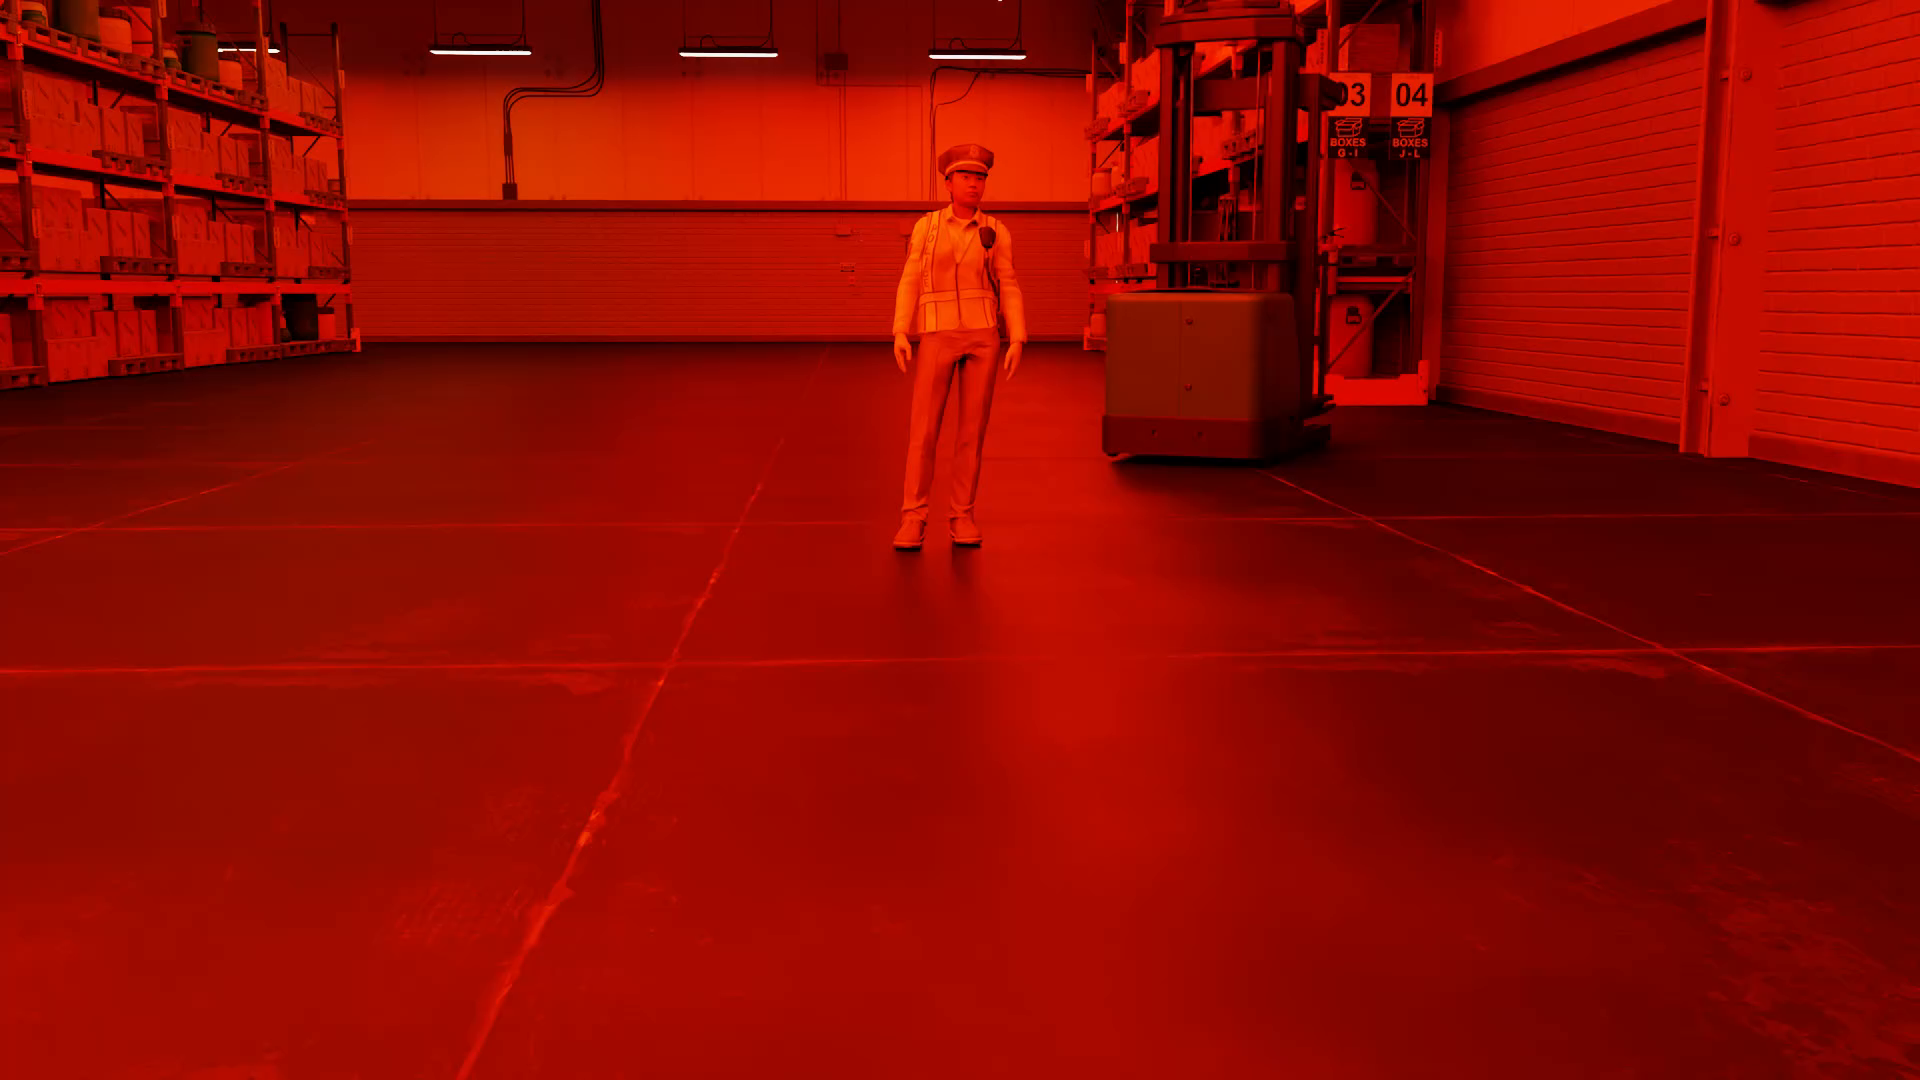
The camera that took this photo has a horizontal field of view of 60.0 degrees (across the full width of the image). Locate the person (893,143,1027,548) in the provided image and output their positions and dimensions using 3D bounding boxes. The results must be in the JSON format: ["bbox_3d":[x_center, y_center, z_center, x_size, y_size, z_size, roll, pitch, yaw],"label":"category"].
[{"bbox_3d":[-0.002,-0.835,7.116,0.587,1.695,0.531,-1,8,-4],"label":"person"}]

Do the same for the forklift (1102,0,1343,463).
[{"bbox_3d":[1.977,-2.101,11.483,1.130,2.935,3.031,4,9,24],"label":"forklift"}]
